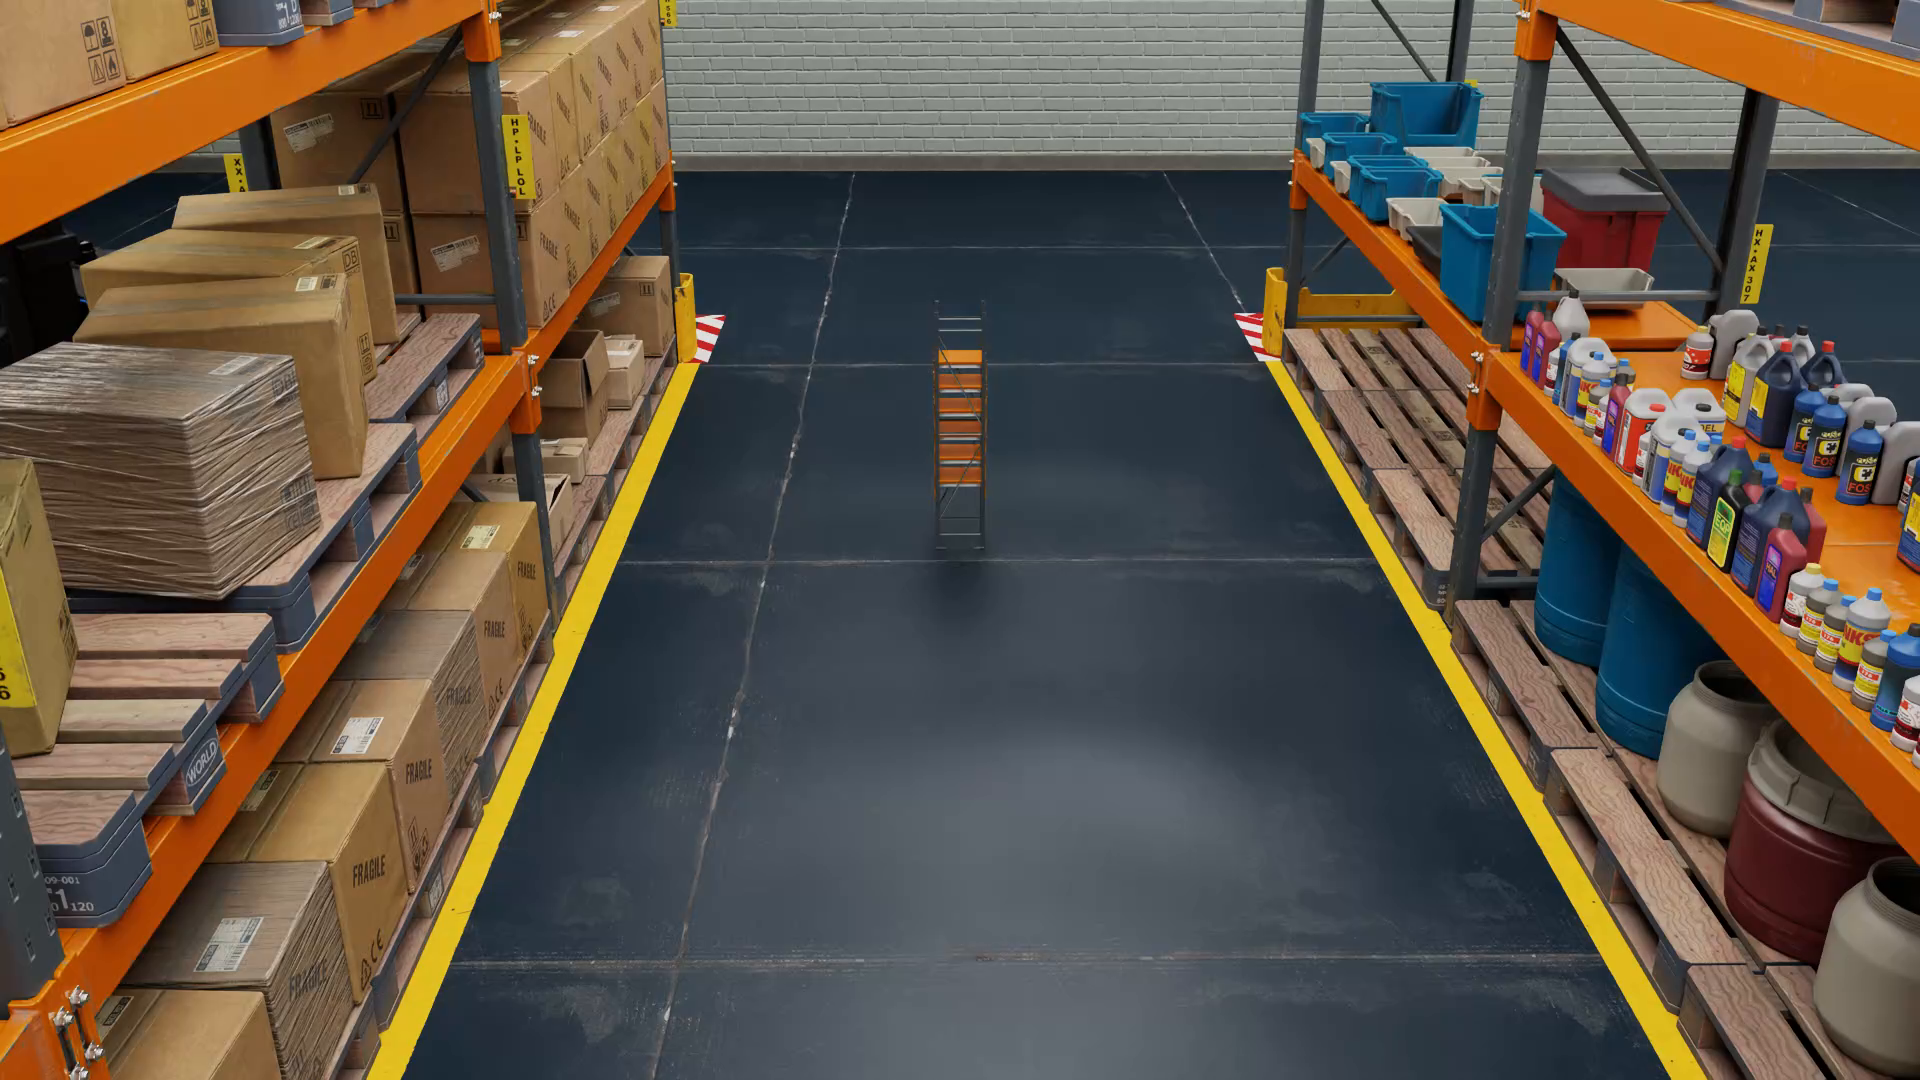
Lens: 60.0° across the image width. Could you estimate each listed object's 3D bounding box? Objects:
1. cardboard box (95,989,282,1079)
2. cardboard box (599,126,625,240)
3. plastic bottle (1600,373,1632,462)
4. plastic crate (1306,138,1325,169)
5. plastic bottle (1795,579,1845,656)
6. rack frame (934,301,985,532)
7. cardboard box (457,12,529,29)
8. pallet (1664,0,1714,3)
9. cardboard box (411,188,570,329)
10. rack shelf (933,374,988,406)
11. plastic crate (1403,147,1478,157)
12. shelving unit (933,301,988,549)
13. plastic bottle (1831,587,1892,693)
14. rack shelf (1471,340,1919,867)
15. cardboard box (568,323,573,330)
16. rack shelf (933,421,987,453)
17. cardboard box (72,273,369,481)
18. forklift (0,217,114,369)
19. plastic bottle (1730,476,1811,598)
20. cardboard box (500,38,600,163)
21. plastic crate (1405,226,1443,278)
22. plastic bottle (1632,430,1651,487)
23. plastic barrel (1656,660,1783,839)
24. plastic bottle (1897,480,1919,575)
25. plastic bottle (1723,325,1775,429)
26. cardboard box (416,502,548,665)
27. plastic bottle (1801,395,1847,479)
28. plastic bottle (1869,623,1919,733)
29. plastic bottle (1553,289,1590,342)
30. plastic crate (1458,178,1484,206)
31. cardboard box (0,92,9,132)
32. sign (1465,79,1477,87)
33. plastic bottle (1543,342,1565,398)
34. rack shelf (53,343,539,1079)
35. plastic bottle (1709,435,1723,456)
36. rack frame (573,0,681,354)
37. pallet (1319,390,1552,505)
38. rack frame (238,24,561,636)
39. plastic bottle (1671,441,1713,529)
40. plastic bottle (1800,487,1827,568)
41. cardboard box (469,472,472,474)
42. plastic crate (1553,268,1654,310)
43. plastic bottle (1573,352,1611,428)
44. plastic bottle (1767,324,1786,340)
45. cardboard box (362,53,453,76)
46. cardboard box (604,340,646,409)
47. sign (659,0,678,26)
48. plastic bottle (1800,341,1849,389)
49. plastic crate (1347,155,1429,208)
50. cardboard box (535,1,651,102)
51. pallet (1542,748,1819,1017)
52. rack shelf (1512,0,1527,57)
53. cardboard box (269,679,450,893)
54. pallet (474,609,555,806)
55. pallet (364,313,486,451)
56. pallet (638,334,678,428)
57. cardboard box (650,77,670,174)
[{"bbox_3d":[-1.961,1.428,3.951,0.500,0.500,0.500,1,24,2],"label":"cardboard box"},{"bbox_3d":[-2.037,-1.853,8.586,0.500,0.500,0.500,-1,24,-1],"label":"cardboard box"},{"bbox_3d":[2.255,-0.418,5.676,0.061,0.283,0.133,0,24,-1],"label":"plastic bottle"},{"bbox_3d":[2.219,-2.310,9.965,0.250,0.136,0.298,0,24,-1],"label":"plastic crate"},{"bbox_3d":[2.289,0.200,4.408,0.097,0.201,0.097,0,24,0],"label":"plastic bottle"},{"bbox_3d":[-0.001,-0.578,8.073,0.240,1.200,0.006,0,24,-1],"label":"rack frame"},{"bbox_3d":[-2.574,-2.513,8.832,0.500,0.500,0.500,0,24,0],"label":"cardboard box"},{"bbox_3d":[2.774,-1.948,5.507,1.213,0.211,1.003,0,24,-1],"label":"pallet"},{"bbox_3d":[-2.018,-1.226,7.200,0.500,0.500,0.500,0,24,1],"label":"cardboard box"},{"bbox_3d":[0.000,-0.719,7.909,0.258,0.103,0.180,0,24,-1],"label":"rack shelf"},{"bbox_3d":[2.814,-2.211,9.745,0.396,0.136,0.243,0,24,-1],"label":"plastic crate"},{"bbox_3d":[0.000,-0.541,7.990,0.258,1.200,0.189,0,24,-1],"label":"shelving unit"},{"bbox_3d":[2.291,0.249,4.216,0.097,0.271,0.097,0,24,0],"label":"plastic bottle"},{"bbox_3d":[2.690,0.162,5.126,1.077,0.370,4.000,0,24,-1],"label":"rack shelf"},{"bbox_3d":[-2.601,-1.134,9.920,0.500,0.250,0.500,0,24,-1],"label":"cardboard box"},{"bbox_3d":[0.000,-0.500,8.008,0.258,0.103,0.180,0,24,-1],"label":"rack shelf"},{"bbox_3d":[-2.204,-0.479,5.038,0.700,0.500,0.500,-6,25,-14],"label":"cardboard box"},{"bbox_3d":[-5.055,-1.360,7.701,1.130,2.935,3.031,10,26,21],"label":"forklift"},{"bbox_3d":[2.308,-0.021,4.716,0.144,0.351,0.185,0,24,-1],"label":"plastic bottle"},{"bbox_3d":[-2.020,-2.091,7.898,0.500,0.500,0.500,-1,24,-2],"label":"cardboard box"},{"bbox_3d":[2.387,-1.352,7.861,0.437,0.125,0.590,0,24,-1],"label":"plastic crate"},{"bbox_3d":[2.276,-0.278,5.465,0.097,0.201,0.097,0,24,0],"label":"plastic bottle"},{"bbox_3d":[2.581,0.701,5.569,0.421,0.512,0.421,0,24,0],"label":"plastic barrel"},{"bbox_3d":[2.867,-0.080,4.848,0.144,0.351,0.185,0,24,-1],"label":"plastic bottle"},{"bbox_3d":[2.861,-0.590,5.974,0.144,0.351,0.185,0,24,-1],"label":"plastic bottle"},{"bbox_3d":[-1.993,0.171,6.731,0.500,0.500,0.500,0,24,-1],"label":"cardboard box"},{"bbox_3d":[2.882,-0.349,5.537,0.097,0.271,0.097,0,24,0],"label":"plastic bottle"},{"bbox_3d":[2.293,0.329,4.039,0.097,0.271,0.097,0,24,0],"label":"plastic bottle"},{"bbox_3d":[2.348,-0.805,6.449,0.144,0.351,0.185,0,24,-1],"label":"plastic bottle"},{"bbox_3d":[2.852,-1.854,8.958,0.298,0.136,0.250,0,24,-1],"label":"plastic crate"},{"bbox_3d":[-2.280,-0.913,2.868,0.910,0.500,0.500,0,24,-1],"label":"cardboard box"},{"bbox_3d":[3.174,-2.722,10.431,0.100,0.325,0.005,0,24,-1],"label":"sign"},{"bbox_3d":[2.266,-0.644,6.276,0.097,0.201,0.097,0,24,0],"label":"plastic bottle"},{"bbox_3d":[-2.263,0.182,5.080,1.077,0.370,4.000,0,24,-1],"label":"rack shelf"},{"bbox_3d":[2.429,-0.238,5.378,0.097,0.201,0.097,0,24,0],"label":"plastic bottle"},{"bbox_3d":[-2.329,-2.618,10.398,1.000,3.000,0.127,0,24,-1],"label":"rack frame"},{"bbox_3d":[2.605,-0.527,9.158,1.003,0.211,1.213,0,24,-1],"label":"pallet"},{"bbox_3d":[-2.285,-0.970,6.754,1.000,3.000,0.127,0,24,-1],"label":"rack frame"},{"bbox_3d":[2.280,-0.174,5.151,0.097,0.271,0.097,0,24,0],"label":"plastic bottle"},{"bbox_3d":[2.410,-0.001,4.755,0.061,0.283,0.133,0,24,-1],"label":"plastic bottle"},{"bbox_3d":[-2.575,-0.265,7.694,0.500,0.500,0.500,0,24,-1],"label":"cardboard box"},{"bbox_3d":[2.806,-1.090,7.267,0.396,0.136,0.243,0,24,-1],"label":"plastic crate"},{"bbox_3d":[2.270,-0.541,5.961,0.097,0.271,0.097,0,24,0],"label":"plastic bottle"},{"bbox_3d":[3.044,-0.681,6.257,0.061,0.283,0.133,0,24,-1],"label":"plastic bottle"},{"bbox_3d":[-2.558,-1.889,7.452,0.500,0.500,0.500,-1,24,-2],"label":"cardboard box"},{"bbox_3d":[-2.096,-0.951,9.515,0.500,0.250,0.500,0,24,-1],"label":"cardboard box"},{"bbox_3d":[-1.774,-3.284,10.082,0.100,0.325,0.005,0,24,-1],"label":"sign"},{"bbox_3d":[3.007,-0.514,5.807,0.144,0.351,0.185,0,24,-1],"label":"plastic bottle"},{"bbox_3d":[2.312,-1.944,9.038,0.416,0.233,0.300,0,24,-1],"label":"plastic crate"},{"bbox_3d":[-2.043,-2.729,9.308,0.500,0.500,0.500,0,24,1],"label":"cardboard box"},{"bbox_3d":[2.651,1.102,5.556,1.003,0.211,1.213,0,24,-1],"label":"pallet"},{"bbox_3d":[2.646,-2.853,8.152,1.077,0.370,4.000,0,24,-1],"label":"rack shelf"},{"bbox_3d":[-1.983,0.791,5.361,0.500,0.500,0.500,-1,24,-2],"label":"cardboard box"},{"bbox_3d":[-2.238,0.636,6.588,1.003,0.211,1.213,0,24,-1],"label":"pallet"},{"bbox_3d":[-2.385,-0.552,6.064,1.003,0.211,1.213,0,24,-1],"label":"pallet"},{"bbox_3d":[-2.318,-0.987,10.177,1.003,0.211,1.213,0,24,-1],"label":"pallet"},{"bbox_3d":[-2.052,-2.480,9.972,0.500,0.500,0.500,0,24,1],"label":"cardboard box"}]
